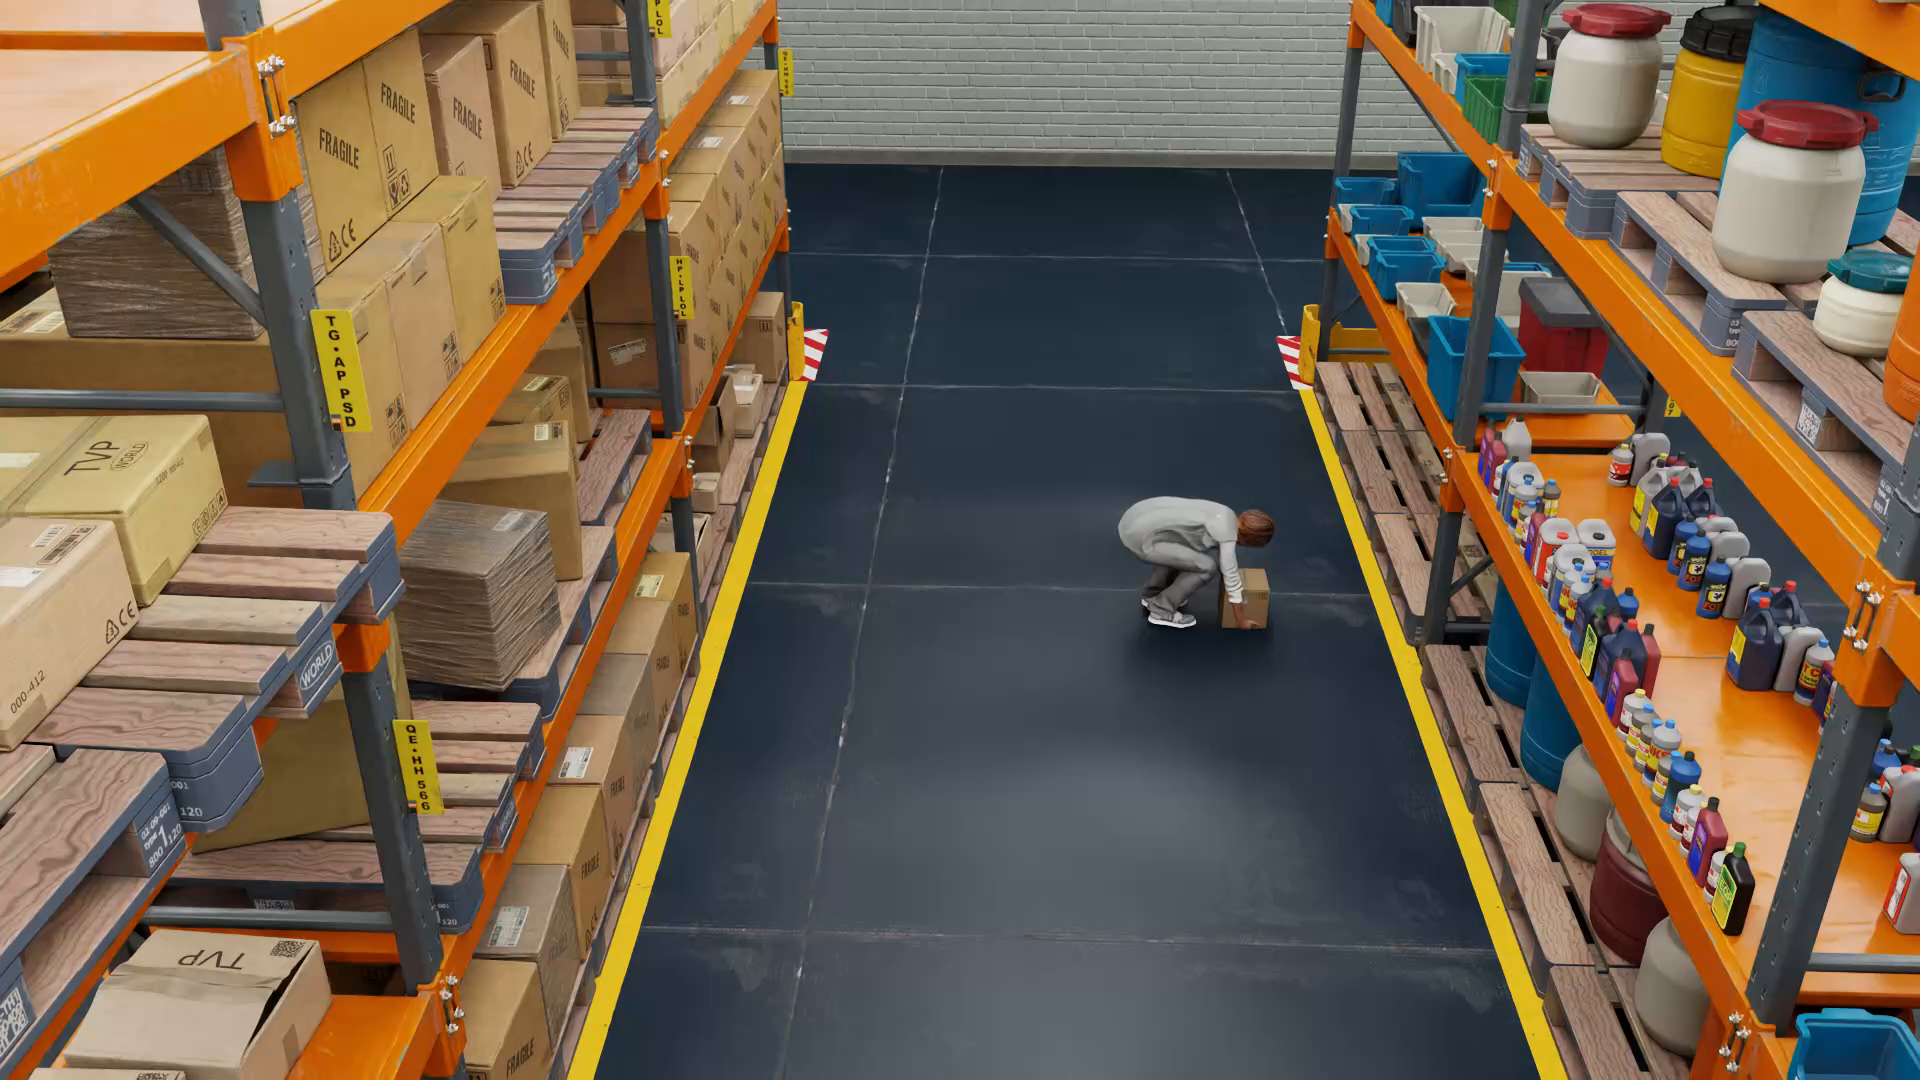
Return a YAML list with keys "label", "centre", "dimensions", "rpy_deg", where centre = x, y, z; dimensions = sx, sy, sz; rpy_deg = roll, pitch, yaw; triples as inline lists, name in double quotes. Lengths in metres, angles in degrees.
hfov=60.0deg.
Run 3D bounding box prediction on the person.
- label: "person"
  centre: [1.315, 0.116, 9.348]
  dimensions: [0.873, 0.760, 0.422]
  rpy_deg: [0, 28, 0]
